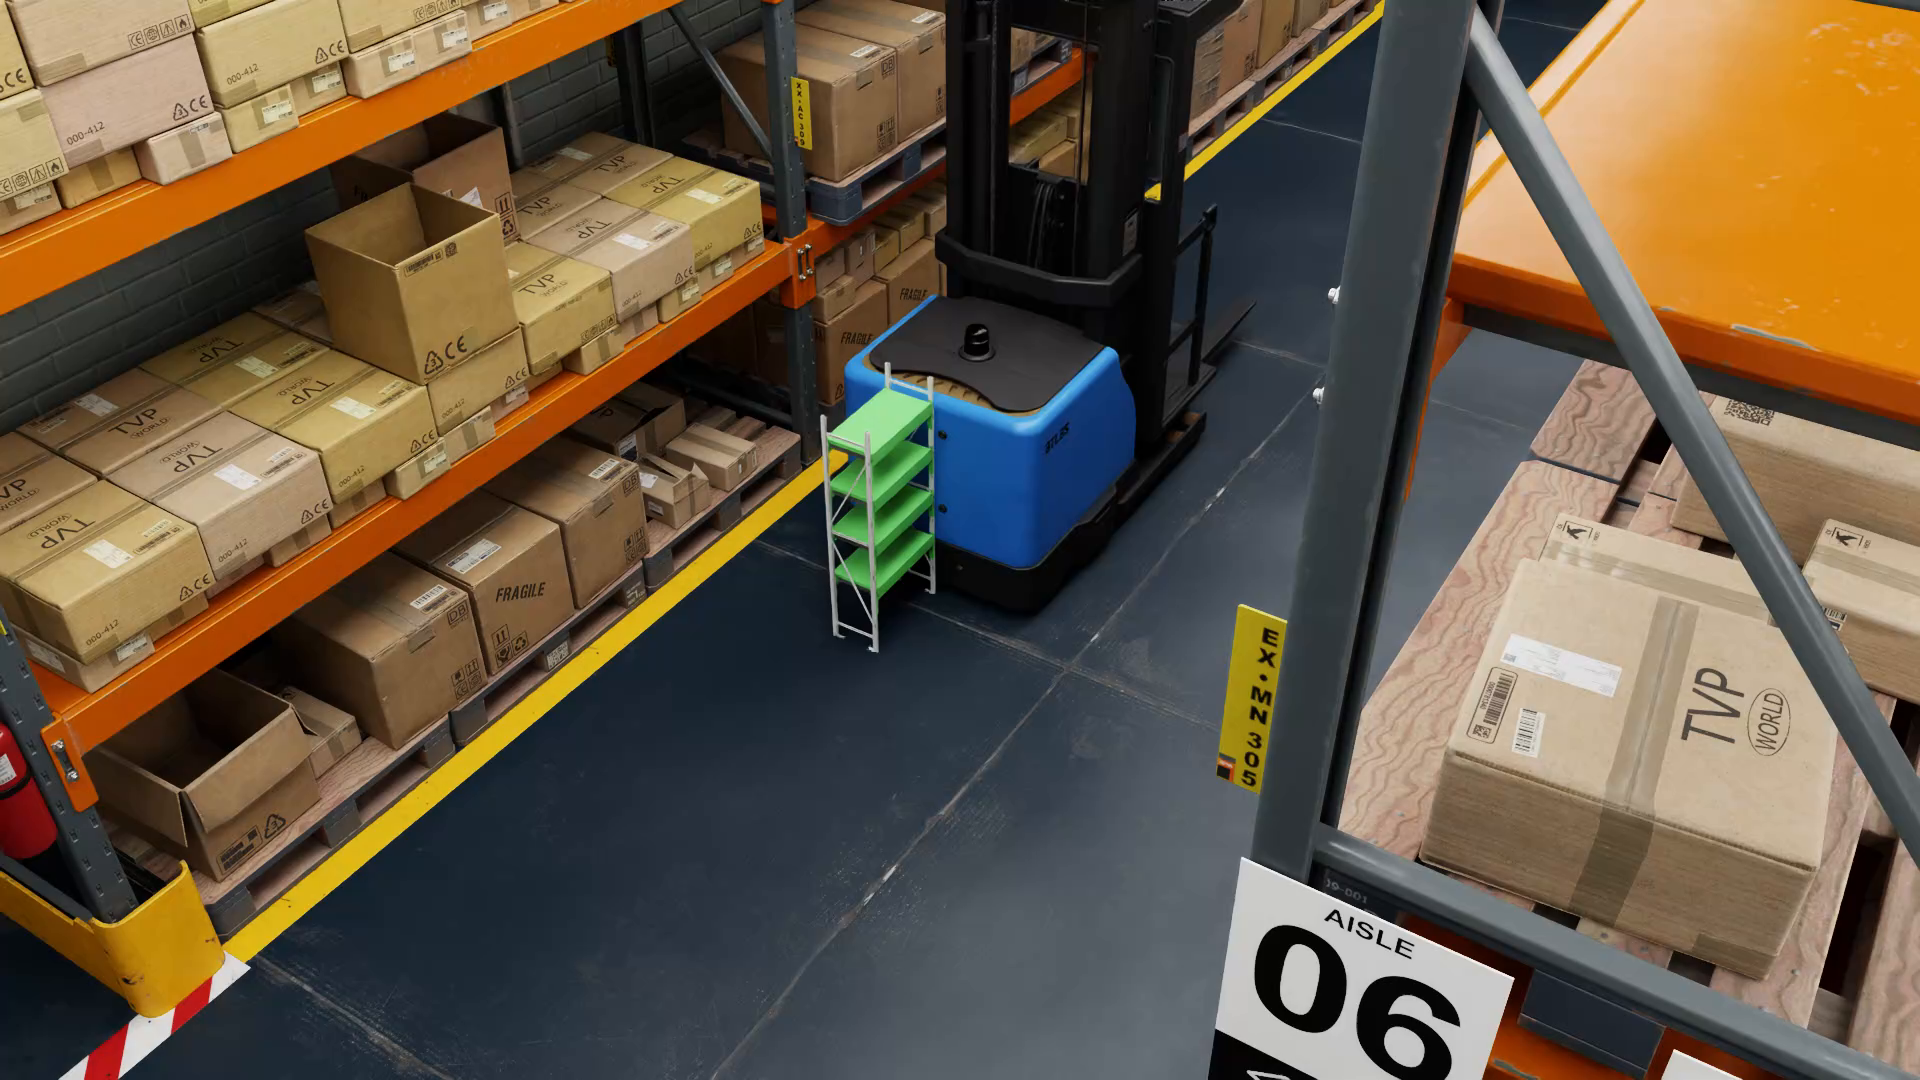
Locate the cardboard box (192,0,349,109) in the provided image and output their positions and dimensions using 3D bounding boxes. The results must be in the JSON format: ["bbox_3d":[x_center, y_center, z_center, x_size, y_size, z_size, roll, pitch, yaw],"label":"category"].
[{"bbox_3d":[-2.317,-1.613,5.247,0.500,0.250,0.500,20,42,24],"label":"cardboard box"}]

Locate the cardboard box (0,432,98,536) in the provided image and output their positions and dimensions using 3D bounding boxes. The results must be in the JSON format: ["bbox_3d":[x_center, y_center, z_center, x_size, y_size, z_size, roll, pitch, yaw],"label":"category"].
[{"bbox_3d":[-3.303,-0.081,5.716,0.500,0.250,0.500,22,43,26],"label":"cardboard box"}]

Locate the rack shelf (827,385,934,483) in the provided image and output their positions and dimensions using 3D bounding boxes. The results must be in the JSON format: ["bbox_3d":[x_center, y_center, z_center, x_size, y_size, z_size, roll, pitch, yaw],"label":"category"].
[{"bbox_3d":[-0.347,-0.460,7.122,0.258,0.148,0.480,20,42,24],"label":"rack shelf"}]

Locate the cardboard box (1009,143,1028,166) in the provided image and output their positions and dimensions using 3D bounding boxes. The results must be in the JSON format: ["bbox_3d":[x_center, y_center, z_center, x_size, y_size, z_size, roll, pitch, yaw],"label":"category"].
[{"bbox_3d":[0.176,-2.244,9.815,0.380,0.149,0.250,19,42,23],"label":"cardboard box"}]

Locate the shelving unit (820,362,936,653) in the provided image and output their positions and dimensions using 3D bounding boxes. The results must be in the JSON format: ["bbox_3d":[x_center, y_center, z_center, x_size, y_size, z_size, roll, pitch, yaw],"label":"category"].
[{"bbox_3d":[-0.347,-0.130,7.376,0.258,1.200,0.503,20,42,24],"label":"shelving unit"}]

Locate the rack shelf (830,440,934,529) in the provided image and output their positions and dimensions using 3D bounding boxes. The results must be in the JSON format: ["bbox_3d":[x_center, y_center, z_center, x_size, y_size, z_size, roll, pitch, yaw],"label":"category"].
[{"bbox_3d":[-0.347,-0.270,7.268,0.258,0.148,0.480,20,42,24],"label":"rack shelf"}]

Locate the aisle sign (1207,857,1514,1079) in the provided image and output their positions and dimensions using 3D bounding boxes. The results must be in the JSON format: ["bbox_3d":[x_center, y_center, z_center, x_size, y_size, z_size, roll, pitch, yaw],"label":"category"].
[{"bbox_3d":[0.568,0.829,2.527,0.394,0.787,0.004,21,42,25],"label":"aisle sign"}]

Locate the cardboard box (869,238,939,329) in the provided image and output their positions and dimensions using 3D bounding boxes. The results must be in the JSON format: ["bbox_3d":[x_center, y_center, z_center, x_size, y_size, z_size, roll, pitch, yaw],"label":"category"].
[{"bbox_3d":[-0.456,-1.390,9.239,0.500,0.500,0.500,21,42,25],"label":"cardboard box"}]

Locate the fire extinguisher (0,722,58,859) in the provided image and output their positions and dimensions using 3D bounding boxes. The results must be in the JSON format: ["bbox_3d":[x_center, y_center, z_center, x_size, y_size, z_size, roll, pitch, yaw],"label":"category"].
[{"bbox_3d":[-3.014,0.707,5.184,0.296,0.674,0.183,21,42,25],"label":"fire extinguisher"}]

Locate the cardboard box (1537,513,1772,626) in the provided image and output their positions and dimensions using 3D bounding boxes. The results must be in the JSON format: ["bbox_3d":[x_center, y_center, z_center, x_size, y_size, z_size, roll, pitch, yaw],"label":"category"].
[{"bbox_3d":[1.190,0.125,2.893,0.380,0.149,0.250,18,41,22],"label":"cardboard box"}]

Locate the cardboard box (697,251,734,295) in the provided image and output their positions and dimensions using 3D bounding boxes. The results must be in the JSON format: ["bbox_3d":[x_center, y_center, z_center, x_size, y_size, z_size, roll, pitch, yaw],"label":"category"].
[{"bbox_3d":[-1.261,-1.273,7.589,0.380,0.149,0.250,22,43,26],"label":"cardboard box"}]

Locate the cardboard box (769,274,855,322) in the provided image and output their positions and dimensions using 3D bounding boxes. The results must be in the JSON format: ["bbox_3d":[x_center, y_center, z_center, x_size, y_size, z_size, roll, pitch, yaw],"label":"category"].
[{"bbox_3d":[-0.765,-1.292,8.580,0.380,0.149,0.250,23,43,27],"label":"cardboard box"}]

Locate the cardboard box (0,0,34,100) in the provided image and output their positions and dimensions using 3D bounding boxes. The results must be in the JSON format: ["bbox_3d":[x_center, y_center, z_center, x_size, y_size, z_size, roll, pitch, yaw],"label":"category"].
[{"bbox_3d":[-2.875,-1.289,4.418,0.500,0.250,0.500,21,42,25],"label":"cardboard box"}]

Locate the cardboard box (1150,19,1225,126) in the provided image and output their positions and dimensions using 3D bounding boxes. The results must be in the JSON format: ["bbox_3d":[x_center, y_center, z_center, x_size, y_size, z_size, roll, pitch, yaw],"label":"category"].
[{"bbox_3d":[1.307,-3.365,11.699,0.875,0.625,0.625,23,43,26],"label":"cardboard box"}]

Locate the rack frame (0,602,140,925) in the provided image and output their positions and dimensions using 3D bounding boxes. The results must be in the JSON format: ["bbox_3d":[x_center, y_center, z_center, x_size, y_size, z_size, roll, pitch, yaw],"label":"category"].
[{"bbox_3d":[-3.325,0.302,5.341,1.000,3.000,0.127,21,42,25],"label":"rack frame"}]

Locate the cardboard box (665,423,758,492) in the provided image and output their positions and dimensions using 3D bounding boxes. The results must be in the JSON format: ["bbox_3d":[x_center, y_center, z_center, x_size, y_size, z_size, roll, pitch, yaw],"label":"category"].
[{"bbox_3d":[-1.233,-0.414,8.261,0.380,0.149,0.250,20,42,24],"label":"cardboard box"}]

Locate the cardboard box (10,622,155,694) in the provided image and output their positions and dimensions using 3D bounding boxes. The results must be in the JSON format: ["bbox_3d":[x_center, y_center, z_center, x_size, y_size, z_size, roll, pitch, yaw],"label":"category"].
[{"bbox_3d":[-2.917,0.321,5.521,0.380,0.149,0.250,21,42,25],"label":"cardboard box"}]

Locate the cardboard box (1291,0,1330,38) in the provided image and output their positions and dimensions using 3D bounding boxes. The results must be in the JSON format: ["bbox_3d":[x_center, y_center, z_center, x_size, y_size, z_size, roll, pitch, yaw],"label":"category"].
[{"bbox_3d":[2.412,-4.440,13.094,0.875,0.625,0.625,21,42,25],"label":"cardboard box"}]

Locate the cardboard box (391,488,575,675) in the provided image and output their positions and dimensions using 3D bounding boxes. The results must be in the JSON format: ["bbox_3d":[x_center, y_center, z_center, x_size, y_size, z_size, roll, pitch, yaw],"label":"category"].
[{"bbox_3d":[-2.059,0.173,7.211,0.500,0.500,0.500,22,43,26],"label":"cardboard box"}]

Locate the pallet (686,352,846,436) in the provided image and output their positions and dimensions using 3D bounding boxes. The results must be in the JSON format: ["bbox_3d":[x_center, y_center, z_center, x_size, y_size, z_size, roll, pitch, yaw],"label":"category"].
[{"bbox_3d":[-0.778,-1.088,9.428,1.003,0.211,1.213,21,42,25],"label":"pallet"}]

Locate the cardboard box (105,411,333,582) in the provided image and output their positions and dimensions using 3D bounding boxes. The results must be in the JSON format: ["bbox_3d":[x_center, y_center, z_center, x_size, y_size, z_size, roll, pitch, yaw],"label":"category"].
[{"bbox_3d":[-2.585,-0.162,5.823,0.500,0.250,0.500,22,43,26],"label":"cardboard box"}]

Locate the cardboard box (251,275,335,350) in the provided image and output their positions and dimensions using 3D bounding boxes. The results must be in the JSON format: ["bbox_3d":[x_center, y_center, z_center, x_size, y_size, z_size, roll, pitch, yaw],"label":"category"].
[{"bbox_3d":[-2.476,-0.869,6.740,0.500,0.250,0.500,21,42,25],"label":"cardboard box"}]

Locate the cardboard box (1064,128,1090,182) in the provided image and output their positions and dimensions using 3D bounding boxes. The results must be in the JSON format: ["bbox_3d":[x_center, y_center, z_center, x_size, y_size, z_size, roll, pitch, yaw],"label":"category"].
[{"bbox_3d":[0.639,-2.456,10.622,0.500,0.500,0.500,21,42,24],"label":"cardboard box"}]

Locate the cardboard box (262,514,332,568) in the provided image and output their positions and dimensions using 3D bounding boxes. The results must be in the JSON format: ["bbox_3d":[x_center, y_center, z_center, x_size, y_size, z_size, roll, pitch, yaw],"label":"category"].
[{"bbox_3d":[-2.521,-0.082,6.045,0.380,0.149,0.250,23,43,26],"label":"cardboard box"}]

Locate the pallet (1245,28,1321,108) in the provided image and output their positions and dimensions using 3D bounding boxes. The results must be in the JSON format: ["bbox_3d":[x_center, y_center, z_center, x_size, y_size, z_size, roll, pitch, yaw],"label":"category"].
[{"bbox_3d":[2.089,-3.756,12.889,1.003,0.211,1.213,21,42,25],"label":"pallet"}]

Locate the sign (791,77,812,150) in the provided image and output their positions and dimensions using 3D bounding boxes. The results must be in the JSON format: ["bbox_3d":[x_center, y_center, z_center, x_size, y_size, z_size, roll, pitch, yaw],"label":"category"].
[{"bbox_3d":[-0.720,-1.930,7.527,0.100,0.325,0.005,21,42,25],"label":"sign"}]

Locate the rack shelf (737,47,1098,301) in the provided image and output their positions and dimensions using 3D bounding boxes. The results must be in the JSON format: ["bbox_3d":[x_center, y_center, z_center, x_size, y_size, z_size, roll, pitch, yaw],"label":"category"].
[{"bbox_3d":[-0.111,-2.507,9.573,1.077,0.370,4.000,21,42,25],"label":"rack shelf"}]

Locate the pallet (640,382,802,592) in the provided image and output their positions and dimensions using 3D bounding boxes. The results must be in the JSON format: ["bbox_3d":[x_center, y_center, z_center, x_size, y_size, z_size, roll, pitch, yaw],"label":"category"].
[{"bbox_3d":[-1.551,-0.302,8.409,1.003,0.211,1.213,21,42,25],"label":"pallet"}]

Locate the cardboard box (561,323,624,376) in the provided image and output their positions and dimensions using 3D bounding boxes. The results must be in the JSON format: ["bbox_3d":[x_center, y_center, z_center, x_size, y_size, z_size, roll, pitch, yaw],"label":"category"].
[{"bbox_3d":[-1.656,-0.863,7.058,0.380,0.149,0.250,21,42,24],"label":"cardboard box"}]

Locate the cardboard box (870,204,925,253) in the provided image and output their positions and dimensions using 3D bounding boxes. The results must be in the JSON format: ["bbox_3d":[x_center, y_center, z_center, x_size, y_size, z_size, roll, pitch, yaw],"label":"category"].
[{"bbox_3d":[-0.419,-1.741,9.164,0.380,0.149,0.250,20,42,24],"label":"cardboard box"}]

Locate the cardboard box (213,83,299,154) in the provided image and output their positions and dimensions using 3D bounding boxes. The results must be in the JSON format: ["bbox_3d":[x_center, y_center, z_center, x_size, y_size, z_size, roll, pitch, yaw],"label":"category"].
[{"bbox_3d":[-2.333,-1.378,5.269,0.380,0.149,0.250,21,42,25],"label":"cardboard box"}]

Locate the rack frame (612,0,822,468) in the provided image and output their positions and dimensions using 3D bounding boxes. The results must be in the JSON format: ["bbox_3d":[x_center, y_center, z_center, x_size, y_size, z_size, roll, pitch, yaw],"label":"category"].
[{"bbox_3d":[-1.182,-1.760,8.016,1.000,3.000,0.127,21,42,25],"label":"rack frame"}]

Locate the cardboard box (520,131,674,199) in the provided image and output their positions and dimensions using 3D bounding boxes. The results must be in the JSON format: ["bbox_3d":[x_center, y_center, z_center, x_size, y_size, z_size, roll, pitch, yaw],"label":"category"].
[{"bbox_3d":[-1.675,-1.652,7.755,0.500,0.250,0.500,21,42,25],"label":"cardboard box"}]

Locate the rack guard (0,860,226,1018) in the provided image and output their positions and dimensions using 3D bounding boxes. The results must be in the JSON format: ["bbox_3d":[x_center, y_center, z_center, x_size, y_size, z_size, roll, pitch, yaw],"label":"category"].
[{"bbox_3d":[-3.284,1.252,6.155,1.175,0.500,0.348,21,42,25],"label":"rack guard"}]

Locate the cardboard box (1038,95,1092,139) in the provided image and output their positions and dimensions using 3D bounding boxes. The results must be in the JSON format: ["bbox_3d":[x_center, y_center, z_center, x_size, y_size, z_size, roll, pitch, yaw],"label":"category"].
[{"bbox_3d":[0.612,-2.646,10.337,0.380,0.149,0.250,20,42,24],"label":"cardboard box"}]

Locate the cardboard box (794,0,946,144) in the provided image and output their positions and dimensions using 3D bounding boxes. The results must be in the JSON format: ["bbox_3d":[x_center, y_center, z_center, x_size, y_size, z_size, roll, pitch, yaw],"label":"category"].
[{"bbox_3d":[-0.457,-2.410,8.432,0.700,0.500,0.500,22,43,26],"label":"cardboard box"}]

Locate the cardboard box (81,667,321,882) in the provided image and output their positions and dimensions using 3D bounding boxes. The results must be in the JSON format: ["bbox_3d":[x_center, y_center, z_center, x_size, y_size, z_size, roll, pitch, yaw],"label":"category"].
[{"bbox_3d":[-2.917,0.840,6.344,0.797,0.503,0.637,19,42,23],"label":"cardboard box"}]

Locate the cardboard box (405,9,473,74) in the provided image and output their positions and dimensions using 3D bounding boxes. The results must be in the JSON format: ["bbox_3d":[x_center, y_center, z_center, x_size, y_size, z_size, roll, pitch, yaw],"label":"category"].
[{"bbox_3d":[-1.925,-1.764,5.769,0.380,0.149,0.250,22,43,26],"label":"cardboard box"}]

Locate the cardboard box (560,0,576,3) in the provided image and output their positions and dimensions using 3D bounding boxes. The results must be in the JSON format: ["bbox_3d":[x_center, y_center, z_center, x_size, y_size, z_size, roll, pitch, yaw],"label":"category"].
[{"bbox_3d":[-1.546,-2.181,6.311,0.380,0.149,0.250,21,42,25],"label":"cardboard box"}]

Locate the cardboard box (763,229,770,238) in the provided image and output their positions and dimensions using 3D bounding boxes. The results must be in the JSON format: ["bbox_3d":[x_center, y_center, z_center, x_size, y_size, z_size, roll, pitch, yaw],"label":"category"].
[{"bbox_3d":[-1.092,-1.615,9.000,0.380,0.149,0.250,21,42,25],"label":"cardboard box"}]

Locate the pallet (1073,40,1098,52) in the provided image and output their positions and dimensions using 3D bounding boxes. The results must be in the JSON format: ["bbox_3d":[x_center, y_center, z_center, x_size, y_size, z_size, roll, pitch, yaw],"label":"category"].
[{"bbox_3d":[0.657,-3.374,10.267,1.213,0.211,1.003,21,42,25],"label":"pallet"}]

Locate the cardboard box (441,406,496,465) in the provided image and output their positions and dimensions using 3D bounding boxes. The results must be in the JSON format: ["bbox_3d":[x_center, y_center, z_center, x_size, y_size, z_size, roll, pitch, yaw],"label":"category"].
[{"bbox_3d":[-2.061,-0.469,6.547,0.380,0.149,0.250,22,43,26],"label":"cardboard box"}]

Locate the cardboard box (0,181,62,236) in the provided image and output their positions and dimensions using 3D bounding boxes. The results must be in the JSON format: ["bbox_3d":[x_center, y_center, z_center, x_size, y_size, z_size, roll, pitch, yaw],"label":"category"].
[{"bbox_3d":[-2.840,-1.019,4.803,0.380,0.149,0.250,22,43,26],"label":"cardboard box"}]

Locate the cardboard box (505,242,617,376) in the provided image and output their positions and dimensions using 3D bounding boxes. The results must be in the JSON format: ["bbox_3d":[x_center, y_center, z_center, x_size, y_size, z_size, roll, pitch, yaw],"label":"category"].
[{"bbox_3d":[-1.783,-0.961,6.858,0.500,0.250,0.500,21,42,25],"label":"cardboard box"}]

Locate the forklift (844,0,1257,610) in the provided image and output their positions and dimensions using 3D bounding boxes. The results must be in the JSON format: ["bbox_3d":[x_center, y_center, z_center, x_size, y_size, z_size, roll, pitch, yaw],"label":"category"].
[{"bbox_3d":[0.654,-1.712,8.009,1.130,2.935,3.031,20,42,24],"label":"forklift"}]
